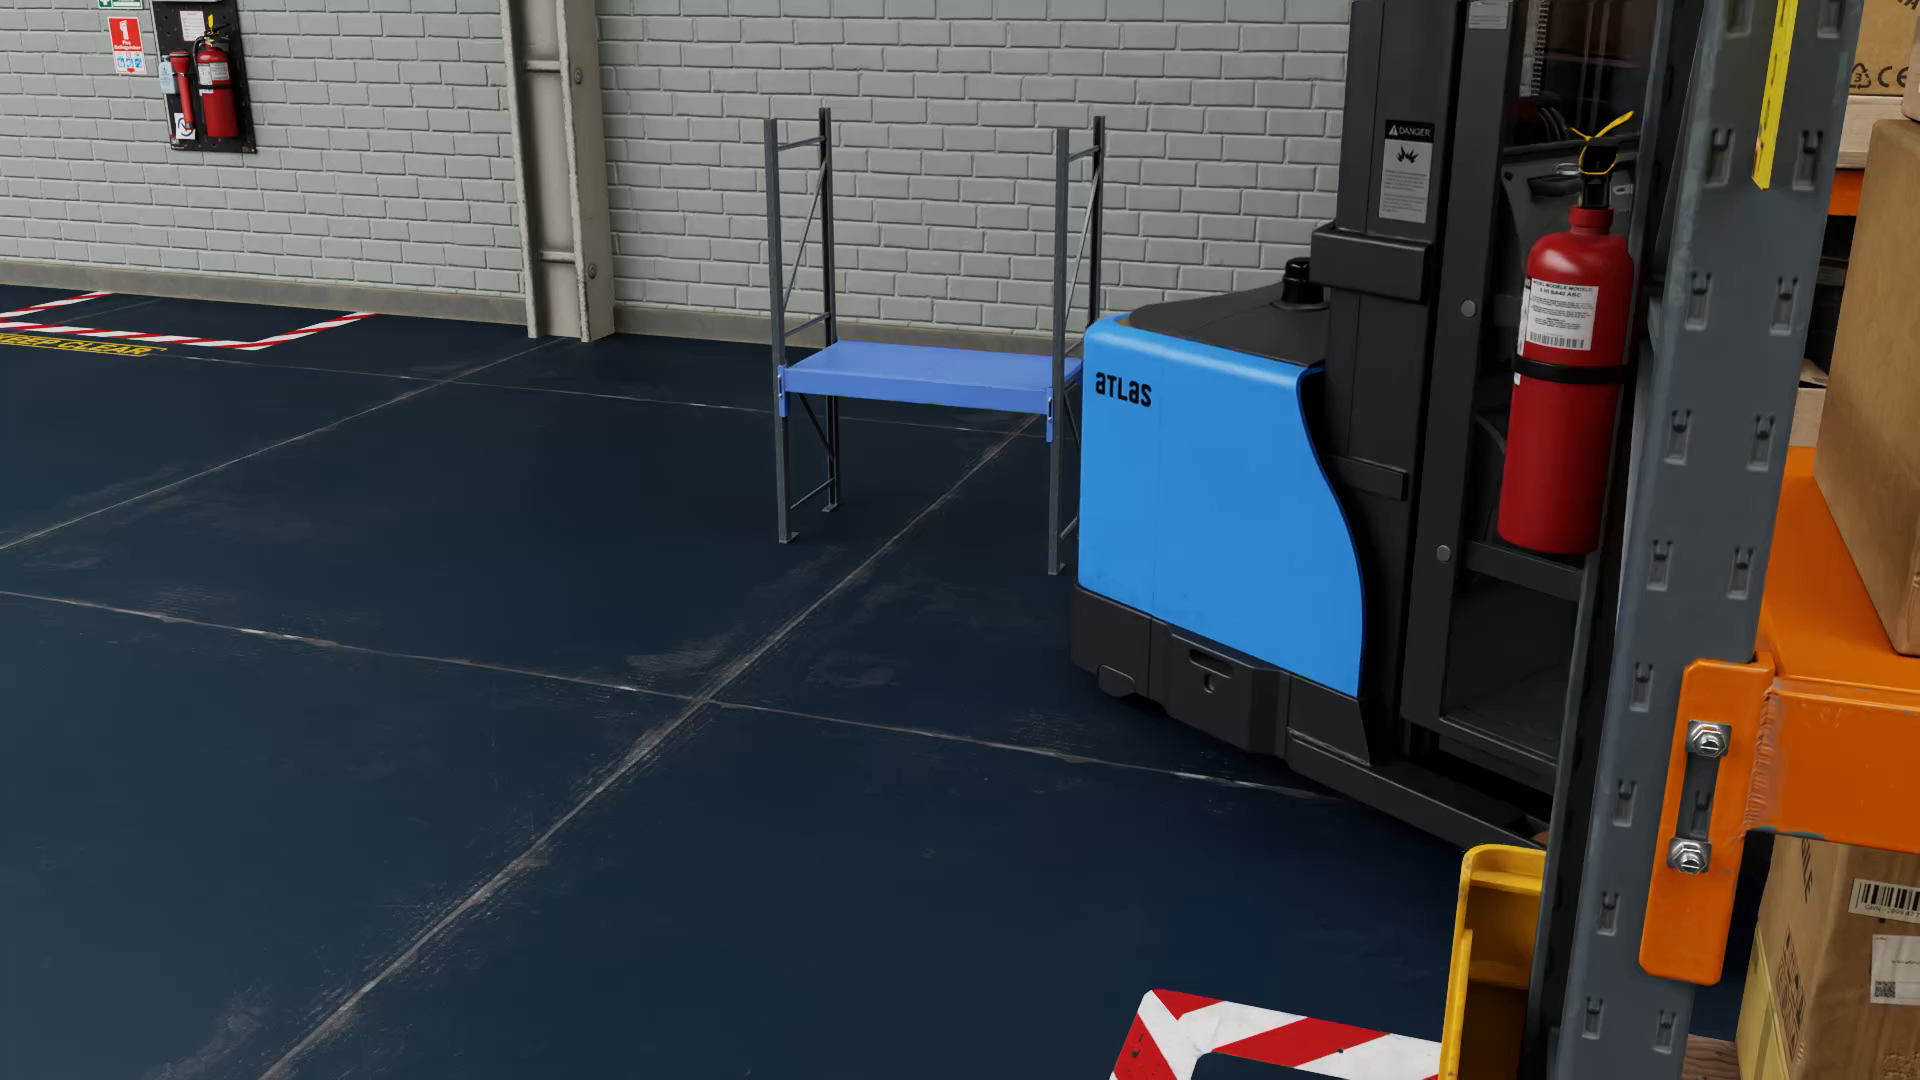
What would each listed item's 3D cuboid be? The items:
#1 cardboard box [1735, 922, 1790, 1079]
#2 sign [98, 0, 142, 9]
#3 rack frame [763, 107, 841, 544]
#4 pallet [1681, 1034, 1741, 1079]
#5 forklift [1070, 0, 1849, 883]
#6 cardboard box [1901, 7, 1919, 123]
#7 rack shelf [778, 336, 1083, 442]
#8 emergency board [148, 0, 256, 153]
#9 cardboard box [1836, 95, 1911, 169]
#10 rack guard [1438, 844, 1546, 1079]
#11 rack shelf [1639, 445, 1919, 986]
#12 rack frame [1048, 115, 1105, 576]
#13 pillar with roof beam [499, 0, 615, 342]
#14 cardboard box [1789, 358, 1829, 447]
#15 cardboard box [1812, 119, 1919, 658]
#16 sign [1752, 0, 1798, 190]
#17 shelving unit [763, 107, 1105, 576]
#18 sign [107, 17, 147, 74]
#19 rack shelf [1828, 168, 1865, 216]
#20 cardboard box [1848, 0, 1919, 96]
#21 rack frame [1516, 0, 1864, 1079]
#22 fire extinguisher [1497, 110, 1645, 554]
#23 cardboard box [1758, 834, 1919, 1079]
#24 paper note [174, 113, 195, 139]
[{"bbox_3d":[1.512,0.866,2.575,0.500,0.250,0.500,7,20,18],"label":"cardboard box"},{"bbox_3d":[-5.001,-3.217,9.889,0.331,0.109,0.001,7,20,18],"label":"sign"},{"bbox_3d":[-0.561,-0.772,6.013,0.032,1.500,0.500,7,20,18],"label":"rack frame"},{"bbox_3d":[1.645,1.186,2.354,1.213,0.211,1.003,7,20,18],"label":"pallet"},{"bbox_3d":[1.645,-0.698,3.625,1.130,2.935,3.031,-15,24,-37],"label":"forklift"},{"bbox_3d":[1.332,-0.572,2.023,0.250,0.149,0.380,6,20,17],"label":"cardboard box"},{"bbox_3d":[-0.081,-0.548,5.915,1.000,0.185,0.538,7,20,18],"label":"rack shelf"},{"bbox_3d":[-4.514,-2.861,9.728,0.643,1.169,0.194,7,20,18],"label":"emergency board"},{"bbox_3d":[3.383,-1.477,5.953,0.500,0.250,0.500,6,20,16],"label":"cardboard box"},{"bbox_3d":[0.886,0.977,2.513,0.348,0.500,1.175,7,20,18],"label":"rack guard"},{"bbox_3d":[2.798,0.355,1.593,4.000,0.370,1.077,7,20,18],"label":"rack shelf"},{"bbox_3d":[0.400,-0.663,5.698,0.032,1.500,0.500,7,20,18],"label":"rack frame"},{"bbox_3d":[-3.605,-4.077,4.101,0.400,9.000,9.100,7,20,18],"label":"pillar with roof beam"},{"bbox_3d":[3.155,-0.577,6.590,0.500,0.311,0.500,4,20,12],"label":"cardboard box"},{"bbox_3d":[1.345,-0.193,1.922,0.500,0.500,0.700,7,20,18],"label":"cardboard box"},{"bbox_3d":[0.721,-0.475,1.446,0.005,0.325,0.100,7,20,18],"label":"sign"},{"bbox_3d":[-0.081,-0.717,5.856,1.048,1.500,0.538,7,20,18],"label":"shelving unit"},{"bbox_3d":[-5.002,-2.970,9.985,0.234,0.329,0.001,7,20,18],"label":"sign"},{"bbox_3d":[4.420,-1.185,6.013,4.000,0.370,1.077,7,20,18],"label":"rack shelf"},{"bbox_3d":[3.347,-1.832,5.834,0.500,0.500,0.500,7,20,18],"label":"cardboard box"},{"bbox_3d":[0.910,-0.202,2.097,0.053,2.616,0.949,7,20,18],"label":"rack frame"},{"bbox_3d":[0.949,-0.321,2.558,0.183,0.674,0.296,7,20,18],"label":"fire extinguisher"},{"bbox_3d":[1.513,0.511,2.454,0.500,0.500,0.500,7,20,18],"label":"cardboard box"},{"bbox_3d":[-4.658,-2.486,9.989,0.142,0.148,0.016,7,20,18],"label":"paper note"}]
